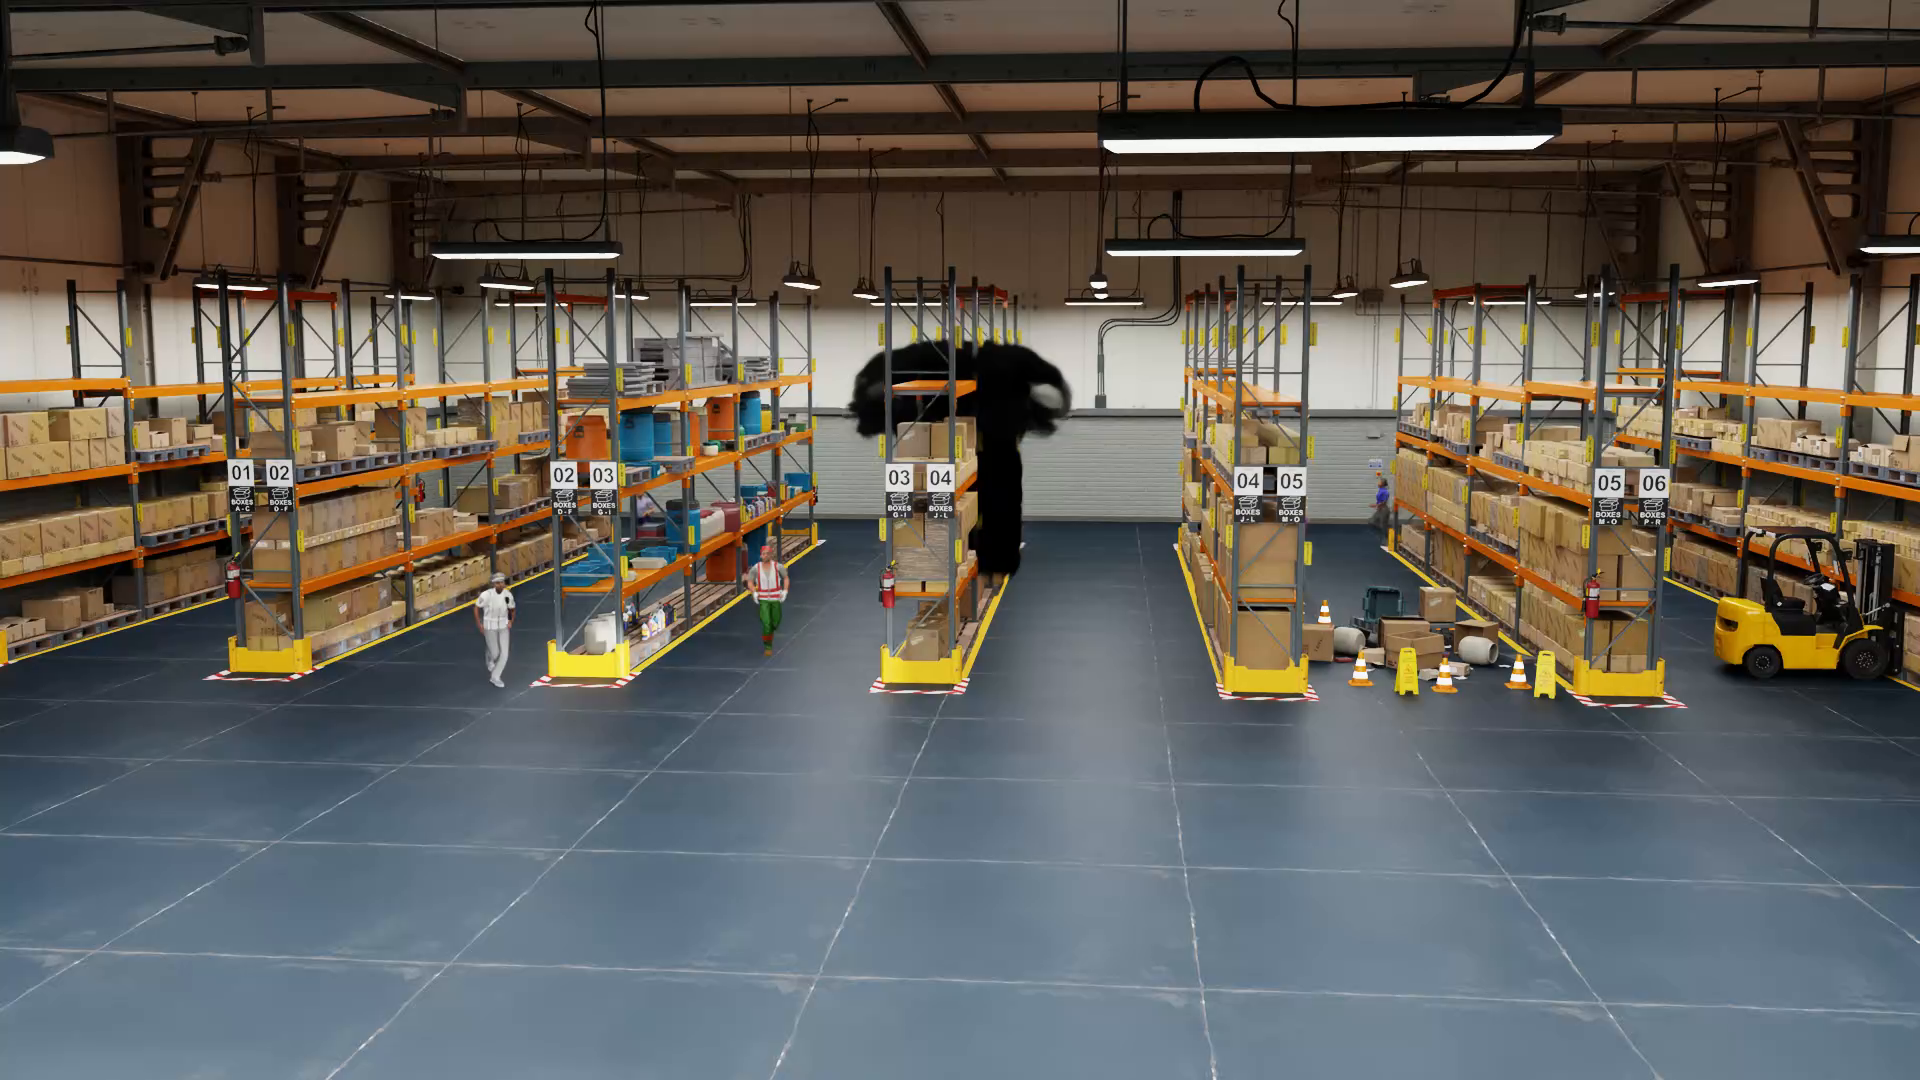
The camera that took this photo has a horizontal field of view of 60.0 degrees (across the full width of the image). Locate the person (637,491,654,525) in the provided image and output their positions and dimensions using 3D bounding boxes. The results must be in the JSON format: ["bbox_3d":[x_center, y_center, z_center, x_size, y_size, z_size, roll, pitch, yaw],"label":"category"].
[{"bbox_3d":[-7.266,-0.399,37.883,0.587,1.613,0.583,0,7,3],"label":"person"}]

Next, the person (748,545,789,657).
[{"bbox_3d":[-3.036,0.946,26.370,0.655,1.763,0.678,-1,7,-8],"label":"person"}]

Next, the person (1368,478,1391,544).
[{"bbox_3d":[10.229,-0.709,40.409,0.653,1.609,0.553,0,7,-2],"label":"person"}]

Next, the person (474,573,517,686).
[{"bbox_3d":[-6.704,1.280,24.052,0.594,1.662,0.594,-4,8,-31],"label":"person"}]
